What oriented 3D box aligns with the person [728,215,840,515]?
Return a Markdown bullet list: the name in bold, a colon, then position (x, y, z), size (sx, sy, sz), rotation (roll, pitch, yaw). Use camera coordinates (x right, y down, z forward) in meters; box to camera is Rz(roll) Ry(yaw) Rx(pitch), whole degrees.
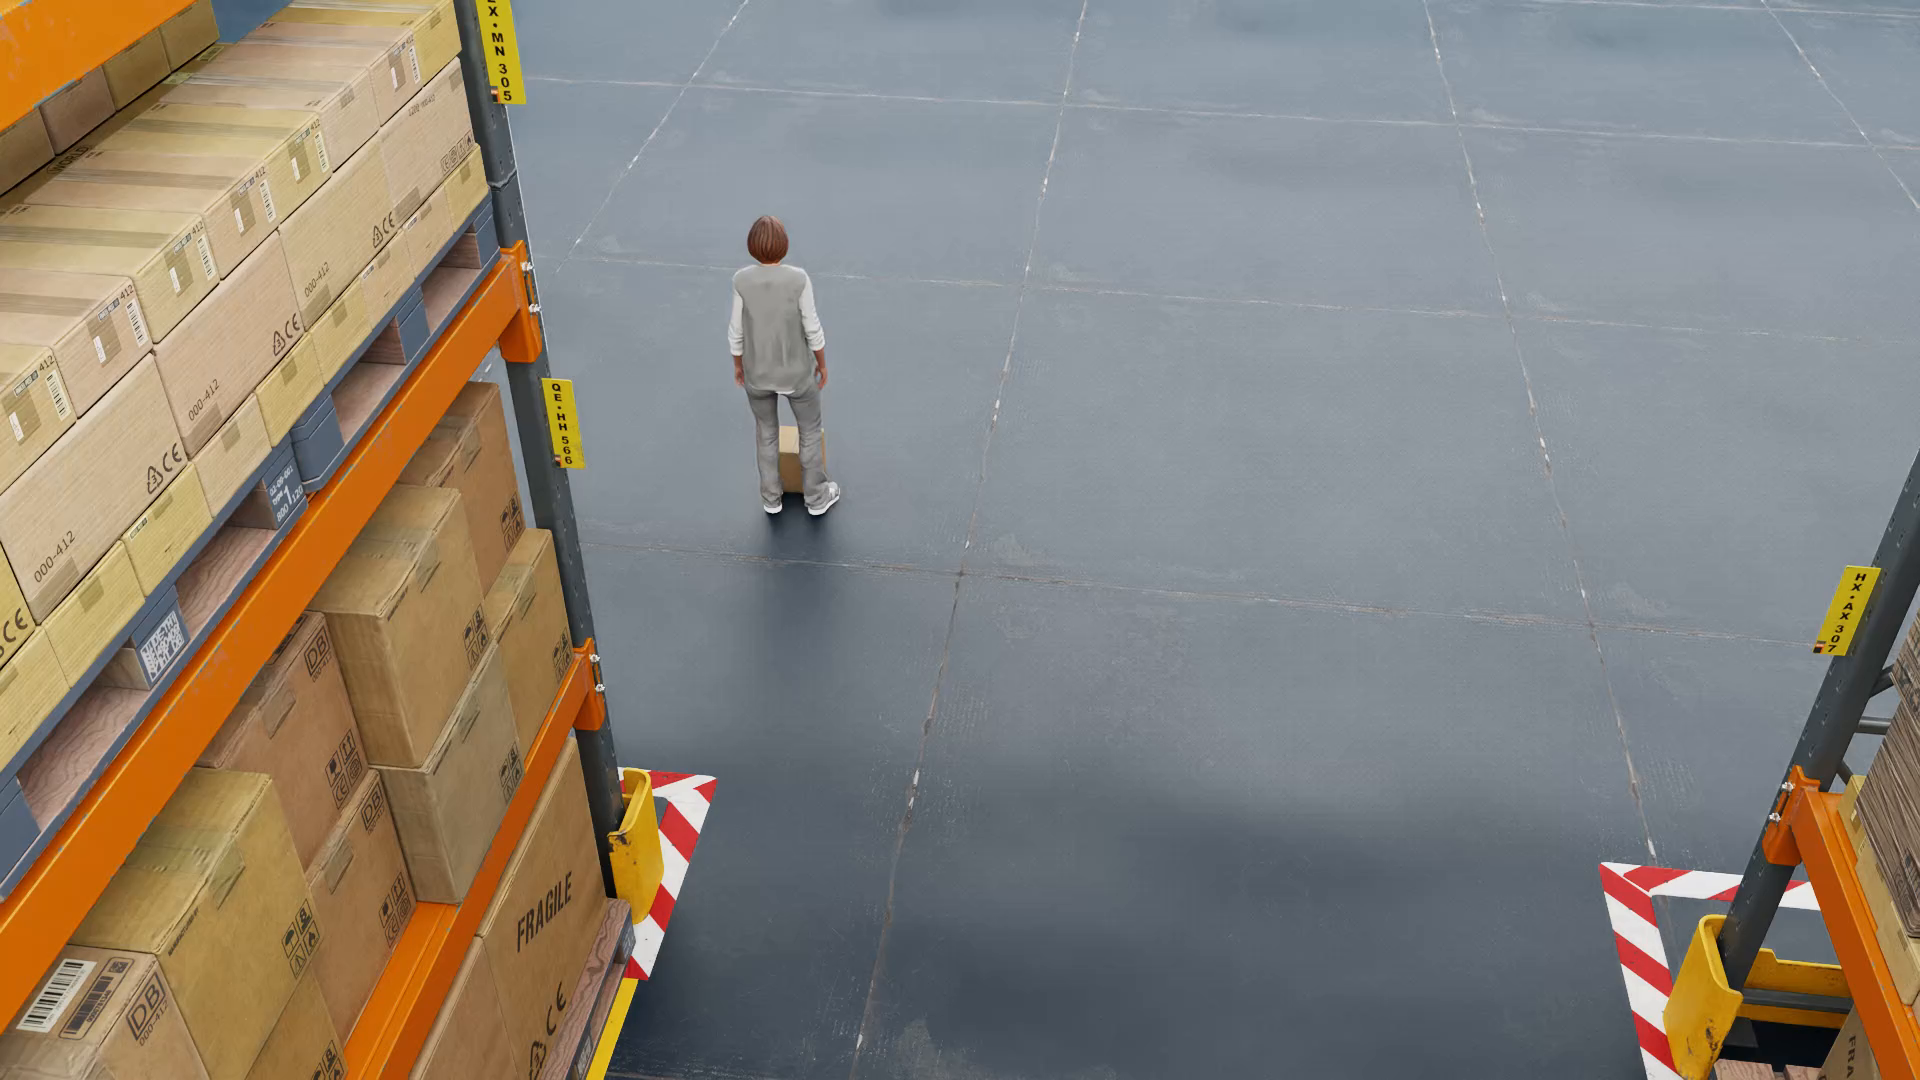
- **person**: position (-0.876, -0.821, 8.150), size (0.485, 1.593, 0.342), rotation (2, 37, 3)
